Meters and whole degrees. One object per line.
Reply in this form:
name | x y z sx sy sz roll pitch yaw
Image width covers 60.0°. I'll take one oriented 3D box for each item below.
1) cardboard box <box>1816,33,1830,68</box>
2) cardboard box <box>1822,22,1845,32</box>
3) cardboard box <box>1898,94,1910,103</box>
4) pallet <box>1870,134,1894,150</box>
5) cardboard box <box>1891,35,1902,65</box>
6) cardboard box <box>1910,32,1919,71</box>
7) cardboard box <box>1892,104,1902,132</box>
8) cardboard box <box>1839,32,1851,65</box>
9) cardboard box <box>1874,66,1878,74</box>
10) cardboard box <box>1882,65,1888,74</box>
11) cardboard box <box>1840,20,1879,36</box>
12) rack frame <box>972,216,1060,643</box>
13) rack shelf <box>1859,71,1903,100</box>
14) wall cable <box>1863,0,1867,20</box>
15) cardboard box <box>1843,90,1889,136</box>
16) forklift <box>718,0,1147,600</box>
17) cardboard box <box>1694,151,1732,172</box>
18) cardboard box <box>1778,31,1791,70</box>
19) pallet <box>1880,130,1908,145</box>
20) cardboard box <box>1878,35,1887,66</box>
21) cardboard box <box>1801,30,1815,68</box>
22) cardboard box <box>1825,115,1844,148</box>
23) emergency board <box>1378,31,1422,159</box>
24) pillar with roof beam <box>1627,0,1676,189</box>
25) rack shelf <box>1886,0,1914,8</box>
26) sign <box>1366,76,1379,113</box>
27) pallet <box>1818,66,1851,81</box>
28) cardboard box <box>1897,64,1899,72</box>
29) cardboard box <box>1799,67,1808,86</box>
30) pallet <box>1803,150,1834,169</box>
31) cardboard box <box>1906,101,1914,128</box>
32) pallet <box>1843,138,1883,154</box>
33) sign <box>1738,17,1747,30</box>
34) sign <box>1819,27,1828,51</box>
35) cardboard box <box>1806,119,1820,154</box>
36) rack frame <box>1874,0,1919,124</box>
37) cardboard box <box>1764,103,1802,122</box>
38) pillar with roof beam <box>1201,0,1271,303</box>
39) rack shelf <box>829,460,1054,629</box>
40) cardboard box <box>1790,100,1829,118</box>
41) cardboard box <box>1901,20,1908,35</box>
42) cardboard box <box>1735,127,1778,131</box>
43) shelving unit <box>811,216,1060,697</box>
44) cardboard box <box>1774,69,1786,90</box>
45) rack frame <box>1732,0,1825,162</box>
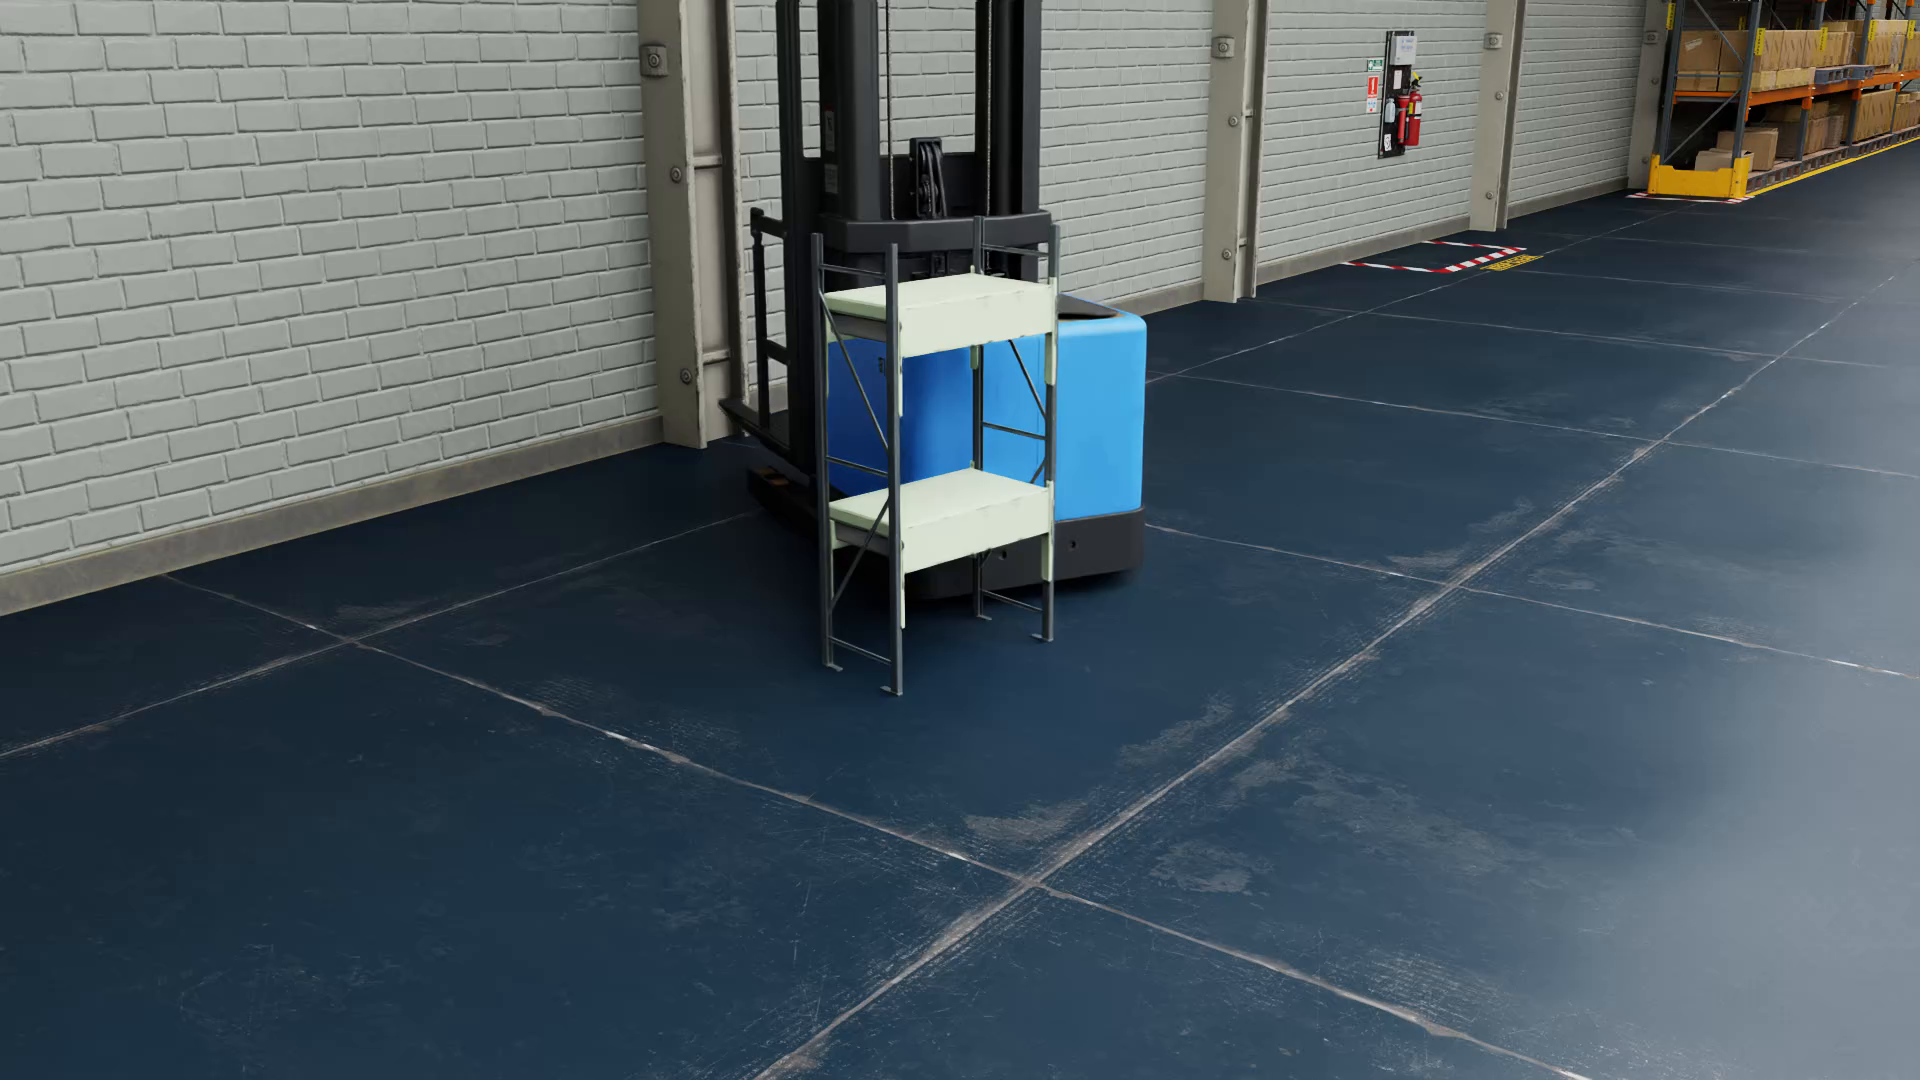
cardboard box | 12.676 -7.413 25.147 0.700 0.500 0.500 15 23 40
cardboard box | 14.029 -8.262 26.787 0.380 0.149 0.250 9 19 26
cardboard box | 17.963 -8.464 31.854 0.380 0.149 0.250 12 21 33
pallet | 16.374 -7.285 30.347 1.003 0.211 1.213 12 21 35
cardboard box | 16.405 -8.735 29.611 0.500 0.500 0.500 13 21 35
cardboard box | 17.549 -9.256 31.487 0.980 0.700 0.700 12 21 33
cardboard box | 17.301 -7.980 31.391 0.700 0.500 0.500 13 21 35
cardboard box | 13.807 -7.867 26.609 0.700 0.500 0.500 10 20 30
cardboard box | 15.677 -8.155 28.837 0.380 0.149 0.250 13 21 35
cardboard box | 16.168 -8.335 29.416 0.380 0.149 0.250 12 21 35
cardboard box | 14.885 -8.488 27.550 0.500 0.250 0.500 13 22 36
rack frame | 0.192 -0.387 5.960 0.023 1.500 0.400 -16 23 -41
rack shelf | 15.582 -7.994 29.140 1.077 0.370 4.000 12 21 35
wall cable | 19.160 -10.724 35.005 0.084 1.984 1.851 12 21 35
cardboard box | 15.963 -7.598 29.568 0.750 0.750 0.750 13 22 36
forklift | -0.345 -1.568 7.349 1.130 2.935 3.031 -8 19 -24
cardboard box | 10.108 -5.030 22.177 0.500 0.311 0.500 10 20 29
cardboard box | 10.765 -6.550 22.233 0.500 0.500 0.500 12 21 33
pallet | 17.289 -7.649 31.520 1.003 0.211 1.213 12 21 35
cardboard box | 15.501 -8.372 28.441 0.500 0.500 0.500 12 21 34
cardboard box | 11.681 -6.917 23.415 0.500 0.500 0.500 12 21 34
cardboard box | 14.003 -6.697 27.223 0.700 0.500 0.500 13 21 35
emergency board | 4.268 -4.264 15.918 0.194 1.169 0.643 12 21 35
pillar with roof beam | 12.803 -8.379 19.054 9.100 9.000 0.400 12 21 35
rack shelf | 17.965 -10.379 31.763 1.077 0.370 4.000 12 21 35
sign | 3.855 -4.168 15.547 0.001 0.329 0.234 12 21 35
pallet | 13.243 -7.291 25.987 1.003 0.211 1.213 12 21 35
cardboard box | 16.799 -8.573 30.182 0.380 0.149 0.250 13 21 35
cardboard box | 11.664 -6.563 23.538 0.500 0.250 0.500 13 21 35
pallet | 13.196 -6.054 26.383 1.003 0.211 1.213 12 21 35
cardboard box | 18.223 -8.350 32.580 0.700 0.500 0.500 12 21 33
pallet | 15.648 -6.993 29.407 1.003 0.211 1.213 12 21 35
sign | 11.559 -7.558 24.573 0.100 0.325 0.005 12 21 35
sign | 12.447 -7.228 24.001 0.100 0.325 0.005 12 21 35
cardboard box | 13.036 -6.349 26.105 0.700 0.500 0.500 13 21 35
rack frame | 19.157 -9.766 33.636 1.000 3.000 0.127 12 21 35
cardboard box | 12.692 -6.567 25.540 0.500 0.250 0.500 12 21 34
pillar with roof beam | 5.653 -5.521 9.850 9.100 9.000 0.400 12 21 35
rack shelf | -0.073 -0.001 5.816 0.720 0.370 0.431 -16 23 -41
cardboard box | 13.613 -6.930 26.711 0.500 0.250 0.500 13 21 36
cardboard box | 16.701 -9.215 29.891 0.500 0.250 0.500 13 22 36
cardboard box | 11.420 -5.670 23.919 0.500 0.500 0.500 11 20 31
shelving unit | -0.073 -0.312 5.719 0.755 1.500 0.431 -16 23 -41
cardboard box | 10.775 -6.200 22.371 0.500 0.250 0.500 12 21 34
rack frame | 12.007 -6.908 24.432 1.000 3.000 0.127 12 21 35
